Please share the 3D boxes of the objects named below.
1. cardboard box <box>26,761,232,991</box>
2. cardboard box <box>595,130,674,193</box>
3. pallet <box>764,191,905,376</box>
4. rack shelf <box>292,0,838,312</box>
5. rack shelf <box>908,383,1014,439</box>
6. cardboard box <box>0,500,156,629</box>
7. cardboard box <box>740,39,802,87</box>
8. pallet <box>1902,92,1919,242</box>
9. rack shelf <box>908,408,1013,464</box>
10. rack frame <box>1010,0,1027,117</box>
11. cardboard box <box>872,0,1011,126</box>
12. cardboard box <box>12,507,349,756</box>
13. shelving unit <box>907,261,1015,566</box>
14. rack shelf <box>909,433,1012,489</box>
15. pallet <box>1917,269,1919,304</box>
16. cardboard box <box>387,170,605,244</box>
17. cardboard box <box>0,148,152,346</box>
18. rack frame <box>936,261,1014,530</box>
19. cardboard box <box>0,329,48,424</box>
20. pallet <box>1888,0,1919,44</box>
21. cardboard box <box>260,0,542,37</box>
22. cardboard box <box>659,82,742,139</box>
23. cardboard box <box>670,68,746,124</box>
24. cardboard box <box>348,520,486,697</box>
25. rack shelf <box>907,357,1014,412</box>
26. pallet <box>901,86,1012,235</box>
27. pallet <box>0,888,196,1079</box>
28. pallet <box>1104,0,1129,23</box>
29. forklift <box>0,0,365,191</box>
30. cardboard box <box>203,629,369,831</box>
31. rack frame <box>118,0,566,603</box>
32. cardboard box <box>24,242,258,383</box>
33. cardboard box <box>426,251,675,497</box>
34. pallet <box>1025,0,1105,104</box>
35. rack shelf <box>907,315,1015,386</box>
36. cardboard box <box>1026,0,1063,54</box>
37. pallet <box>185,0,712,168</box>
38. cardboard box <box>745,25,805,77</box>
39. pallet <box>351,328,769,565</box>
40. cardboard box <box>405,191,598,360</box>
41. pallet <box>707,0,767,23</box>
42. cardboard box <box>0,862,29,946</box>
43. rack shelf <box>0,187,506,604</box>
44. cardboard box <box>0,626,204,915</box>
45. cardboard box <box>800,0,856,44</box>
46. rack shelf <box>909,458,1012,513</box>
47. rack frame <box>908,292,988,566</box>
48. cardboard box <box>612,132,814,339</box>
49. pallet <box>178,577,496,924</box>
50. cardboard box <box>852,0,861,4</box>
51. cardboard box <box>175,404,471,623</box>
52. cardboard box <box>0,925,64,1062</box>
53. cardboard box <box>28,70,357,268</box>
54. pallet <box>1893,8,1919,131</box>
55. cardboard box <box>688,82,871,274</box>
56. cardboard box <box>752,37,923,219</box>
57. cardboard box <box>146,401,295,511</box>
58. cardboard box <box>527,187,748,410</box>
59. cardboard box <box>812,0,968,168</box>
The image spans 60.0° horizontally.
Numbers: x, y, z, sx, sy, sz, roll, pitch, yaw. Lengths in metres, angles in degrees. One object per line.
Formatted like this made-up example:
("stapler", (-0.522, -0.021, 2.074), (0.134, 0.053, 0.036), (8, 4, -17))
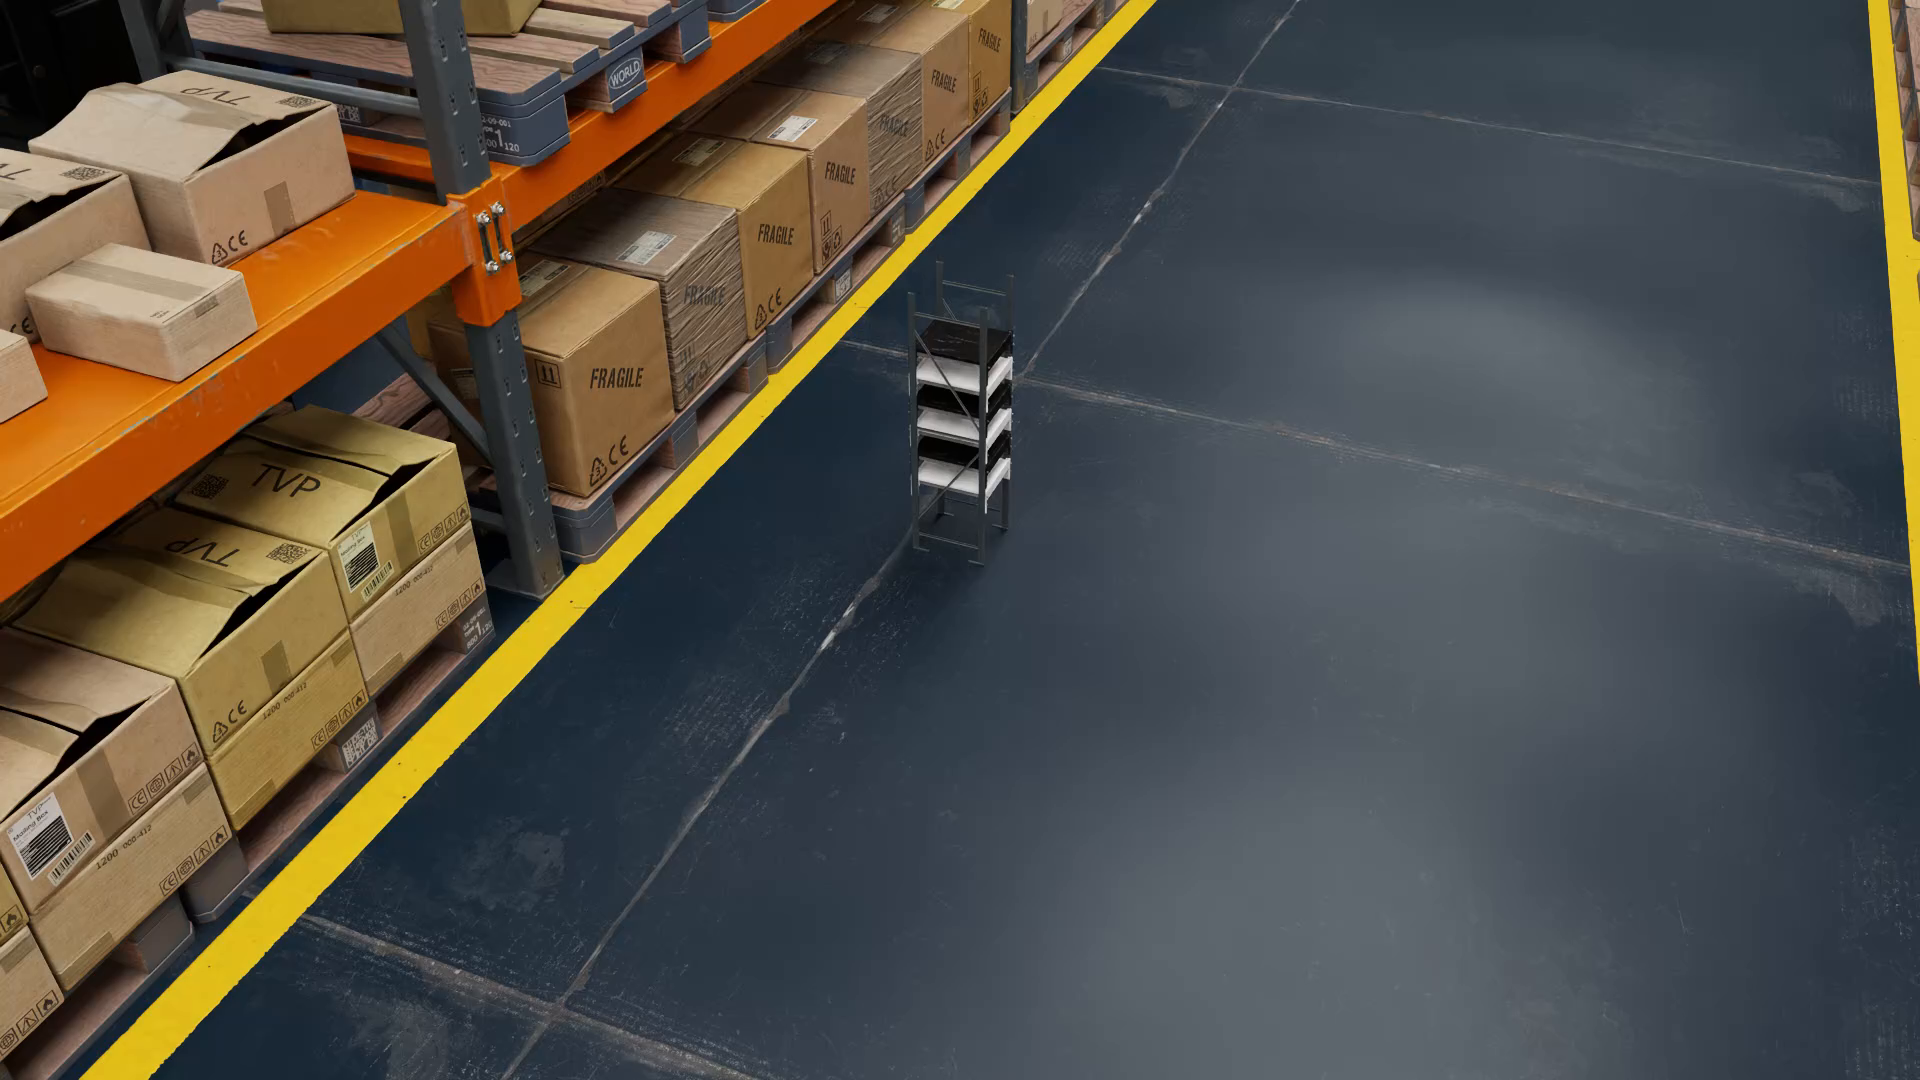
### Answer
("cardboard box", (-2.054, 0.683, 3.777), (0.500, 0.250, 0.500), (15, 39, 19))
("cardboard box", (-1.356, -1.194, 6.062), (0.500, 0.500, 0.500), (12, 39, 16))
("pallet", (-0.907, -1.122, 6.575), (1.003, 0.211, 1.213), (14, 39, 18))
("rack shelf", (-0.931, -1.980, 5.995), (1.077, 0.370, 4.000), (14, 39, 18))
("rack shelf", (0.003, -0.410, 4.953), (0.258, 0.077, 0.200), (14, 39, 18))
("cardboard box", (-2.355, 0.063, 4.138), (0.500, 0.311, 0.500), (13, 39, 17))
("cardboard box", (-0.969, -1.766, 6.827), (0.500, 0.500, 0.500), (14, 39, 18))
("pallet", (4.653, -1.544, 7.140), (1.003, 0.211, 1.213), (14, 39, 18))
("rack shelf", (0.003, -0.338, 5.007), (0.258, 0.077, 0.200), (14, 39, 18))
("rack frame", (-0.170, -3.376, 7.261), (1.000, 3.000, 0.127), (14, 39, 18))
("cardboard box", (-0.093, -2.212, 7.425), (0.500, 0.500, 0.500), (14, 39, 17))
("cardboard box", (-1.855, 0.183, 3.978), (0.500, 0.311, 0.500), (13, 39, 17))
("shelving unit", (0.003, -0.365, 4.987), (0.258, 0.900, 0.210), (14, 39, 18))
("rack shelf", (0.003, -0.266, 5.060), (0.258, 0.077, 0.200), (14, 39, 18))
("pallet", (4.077, -0.711, 6.025), (1.003, 0.211, 1.213), (14, 39, 18))
("cardboard box", (-1.536, -1.240, 5.498), (0.500, 0.250, 0.500), (15, 39, 19))
("cardboard box", (-2.212, -0.674, 3.721), (0.500, 0.311, 0.500), (13, 39, 17))
("rack frame", (0.042, -0.421, 5.062), (0.240, 0.900, 0.006), (14, 39, 18))
("cardboard box", (-2.125, -0.342, 3.412), (0.380, 0.149, 0.250), (17, 40, 21))
("pallet", (5.582, -2.895, 8.947), (1.003, 0.211, 1.213), (14, 39, 18))
("cardboard box", (-1.557, -1.744, 4.643), (0.700, 0.500, 0.500), (2, 37, 2))
("cardboard box", (-1.162, -1.486, 6.453), (0.500, 0.500, 0.500), (12, 39, 16))
("cardboard box", (-1.150, -1.807, 6.257), (0.500, 0.250, 0.500), (13, 39, 17))
("cardboard box", (-1.667, 0.119, 4.532), (0.500, 0.250, 0.500), (15, 39, 19))
("rack shelf", (0.003, -0.482, 4.899), (0.258, 0.077, 0.200), (14, 39, 18))
("pallet", (-0.445, -1.800, 7.482), (1.003, 0.211, 1.213), (14, 39, 18))
("pallet", (-2.507, 1.076, 3.634), (1.003, 0.211, 1.213), (14, 39, 18))
("pallet", (0.555, -3.317, 9.511), (1.003, 0.211, 1.213), (14, 39, 18))
("forklift", (-3.320, -1.519, 4.834), (1.130, 2.935, 3.031), (14, 39, 18))
("cardboard box", (-1.860, 0.405, 4.149), (0.500, 0.250, 0.500), (13, 39, 17))
("rack frame", (-1.692, -1.161, 4.298), (1.000, 3.000, 0.127), (14, 39, 18))
("cardboard box", (-1.779, -0.500, 3.623), (0.380, 0.149, 0.250), (14, 39, 18))
("cardboard box", (-1.255, -0.523, 5.165), (0.500, 0.500, 0.500), (15, 39, 20))
("pallet", (0.092, -2.639, 8.604), (1.003, 0.211, 1.213), (14, 39, 18))
("rack shelf", (0.003, -0.555, 4.845), (0.258, 0.077, 0.200), (14, 39, 18))
("cardboard box", (0.190, -2.658, 8.179), (0.500, 0.311, 0.500), (14, 39, 18))
("pallet", (-1.499, -1.476, 4.879), (1.213, 0.211, 1.003), (14, 39, 18))
("cardboard box", (-0.960, -2.085, 6.628), (0.500, 0.250, 0.500), (14, 39, 18))
("pallet", (-1.373, -0.449, 5.674), (1.003, 0.211, 1.213), (14, 39, 18))
("cardboard box", (-1.553, -0.907, 5.679), (0.500, 0.500, 0.500), (15, 39, 20))
("pallet", (-0.956, -2.162, 5.797), (1.003, 0.211, 1.213), (14, 39, 18))
("cardboard box", (-2.243, 0.738, 3.234), (0.500, 0.311, 0.500), (15, 39, 19))
("rack shelf", (-2.453, 0.234, 3.032), (1.077, 0.370, 4.000), (14, 39, 18))
("cardboard box", (-2.050, 0.461, 3.605), (0.500, 0.311, 0.500), (14, 39, 17))
("cardboard box", (-0.772, -2.041, 7.195), (0.500, 0.500, 0.500), (14, 39, 18))
("rack shelf", (0.003, -0.194, 5.114), (0.258, 0.077, 0.200), (14, 39, 18))
("rack frame", (-0.036, -0.309, 4.911), (0.240, 0.900, 0.006), (14, 39, 18))
("cardboard box", (-0.865, -1.091, 5.924), (0.500, 0.500, 0.500), (13, 39, 17))
("pallet", (-2.041, 0.403, 4.535), (1.003, 0.211, 1.213), (14, 39, 18))
("cardboard box", (-0.580, -2.339, 7.594), (0.500, 0.500, 0.500), (12, 38, 16))
("cardboard box", (-1.664, -0.107, 4.365), (0.500, 0.311, 0.500), (15, 39, 19))
("cardboard box", (-2.247, 0.968, 3.395), (0.500, 0.250, 0.500), (15, 39, 19))
("cardboard box", (-1.871, -0.934, 4.069), (0.500, 0.311, 0.500), (16, 40, 21))
("pallet", (5.116, -2.222, 8.047), (1.003, 0.211, 1.213), (14, 39, 18))
("cardboard box", (-0.671, -1.381, 6.312), (0.500, 0.500, 0.500), (13, 39, 16))
("cardboard box", (-0.480, -1.663, 6.690), (0.500, 0.500, 0.500), (14, 39, 18))
("cardboard box", (-2.163, -0.230, 4.529), (0.500, 0.311, 0.500), (15, 39, 19))
("cardboard box", (-1.061, -0.814, 5.554), (0.500, 0.500, 0.500), (12, 39, 16))
("cardboard box", (-0.289, -1.941, 7.061), (0.500, 0.500, 0.500), (14, 39, 18))
